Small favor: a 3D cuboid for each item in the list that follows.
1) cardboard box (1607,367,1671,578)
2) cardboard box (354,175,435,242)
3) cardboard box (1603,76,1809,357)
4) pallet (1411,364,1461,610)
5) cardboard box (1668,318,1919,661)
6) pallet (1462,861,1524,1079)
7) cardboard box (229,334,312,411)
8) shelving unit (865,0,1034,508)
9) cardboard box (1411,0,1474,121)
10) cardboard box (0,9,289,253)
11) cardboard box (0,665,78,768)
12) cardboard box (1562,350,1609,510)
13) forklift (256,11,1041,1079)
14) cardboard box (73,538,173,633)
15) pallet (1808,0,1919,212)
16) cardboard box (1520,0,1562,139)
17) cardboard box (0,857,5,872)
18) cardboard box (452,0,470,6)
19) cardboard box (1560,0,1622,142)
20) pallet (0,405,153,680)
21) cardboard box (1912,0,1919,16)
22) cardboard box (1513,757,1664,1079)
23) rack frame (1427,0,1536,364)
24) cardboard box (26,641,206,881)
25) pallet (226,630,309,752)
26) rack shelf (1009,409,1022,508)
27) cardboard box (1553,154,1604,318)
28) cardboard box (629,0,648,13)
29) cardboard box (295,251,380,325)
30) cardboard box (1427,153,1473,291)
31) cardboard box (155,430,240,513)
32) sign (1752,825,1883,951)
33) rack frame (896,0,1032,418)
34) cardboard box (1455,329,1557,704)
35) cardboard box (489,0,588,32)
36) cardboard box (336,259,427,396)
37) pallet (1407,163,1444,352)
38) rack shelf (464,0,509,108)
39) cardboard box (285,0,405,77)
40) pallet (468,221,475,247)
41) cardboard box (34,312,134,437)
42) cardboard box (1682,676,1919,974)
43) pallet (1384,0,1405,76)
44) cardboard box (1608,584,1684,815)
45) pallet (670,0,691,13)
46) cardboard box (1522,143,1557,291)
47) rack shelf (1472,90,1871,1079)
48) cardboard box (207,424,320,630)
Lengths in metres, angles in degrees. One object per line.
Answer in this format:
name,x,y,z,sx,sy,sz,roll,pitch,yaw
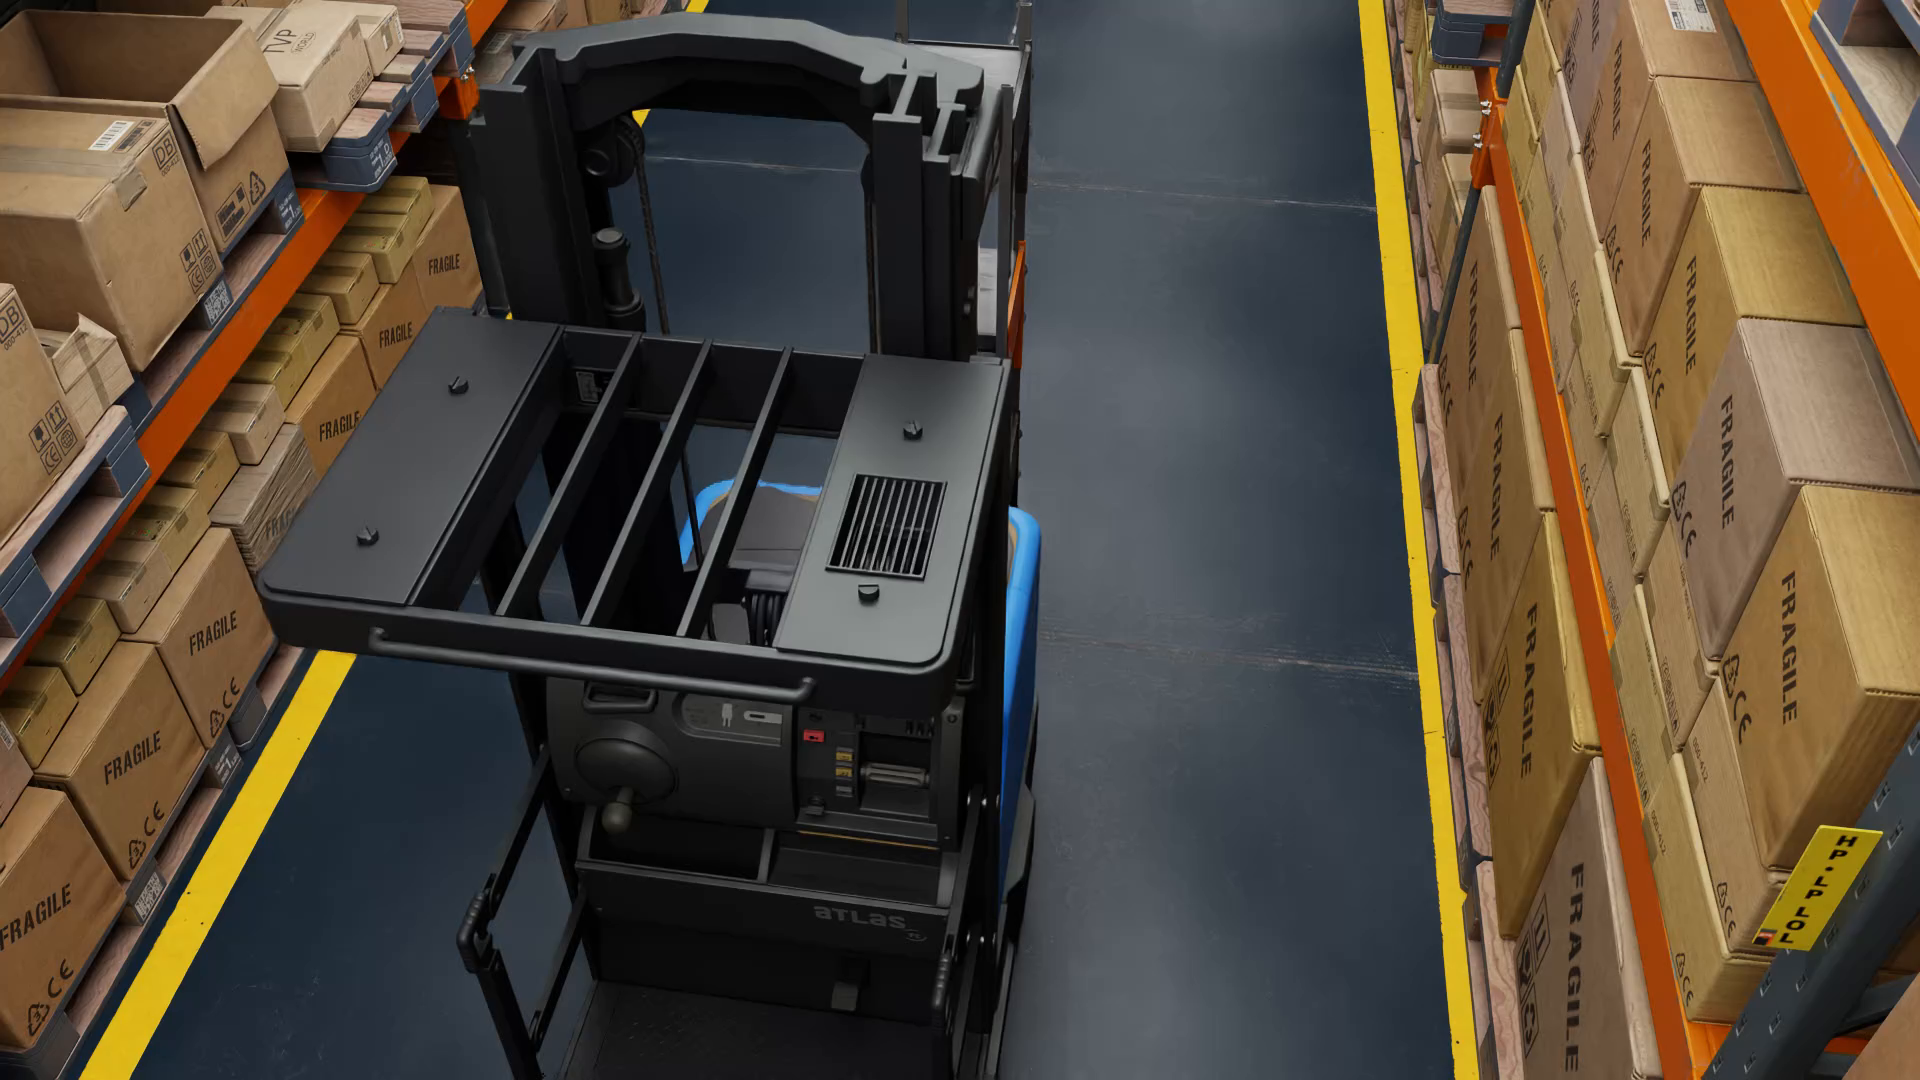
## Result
cardboard box,1.861,-0.144,3.966,0.500,0.250,0.500,6,44,7
cardboard box,-2.283,-1.295,6.476,0.380,0.149,0.250,3,44,3
cardboard box,1.934,-0.777,4.089,0.500,0.500,0.500,6,44,6
pallet,2.273,-0.182,6.289,1.003,0.211,1.213,5,44,6
cardboard box,1.794,-0.079,3.352,0.500,0.500,0.500,6,44,6
pallet,1.950,1.481,4.533,1.003,0.211,1.213,5,44,6
cardboard box,-2.480,-0.584,5.726,0.380,0.149,0.250,5,44,5
shelving unit,-0.022,-0.650,5.409,0.431,2.100,0.503,5,44,6
cardboard box,2.732,-2.328,8.132,0.950,0.372,0.625,7,44,7
cardboard box,-2.502,-1.235,4.992,0.797,0.503,0.637,4,44,5
cardboard box,-2.704,0.480,4.602,0.380,0.149,0.250,3,44,3
cardboard box,1.950,-0.315,4.510,0.500,0.250,0.500,5,44,6
forklift,-0.487,0.573,3.513,1.130,2.935,3.031,6,44,6
cardboard box,-2.611,0.125,4.977,0.380,0.149,0.250,5,44,5
pallet,1.995,-0.648,2.710,0.805,0.209,1.217,4,44,4
cardboard box,2.140,-1.529,5.429,0.500,0.250,0.500,5,44,5
cardboard box,-2.687,0.852,4.210,0.380,0.149,0.250,7,44,7
cardboard box,-2.168,-2.400,6.712,0.500,0.250,0.500,5,44,6
cardboard box,2.088,-1.472,4.823,0.500,0.500,0.500,5,44,6
pallet,-2.784,0.087,4.116,1.003,0.211,1.213,5,44,6
cardboard box,1.831,-0.828,2.521,0.500,0.311,0.500,5,44,6
cardboard box,1.925,1.190,4.051,0.875,0.875,0.875,6,44,7
rack frame,2.452,-1.725,5.890,1.000,3.000,0.127,5,44,6
cardboard box,-2.650,0.634,4.911,0.500,0.500,0.500,5,44,5
pallet,-2.769,0.173,5.914,1.003,0.211,1.213,5,44,6
rack shelf,-0.022,-0.131,5.900,0.431,0.518,0.480,5,44,6
cardboard box,1.992,-0.839,4.700,0.500,0.250,0.500,5,44,5
cardboard box,-2.108,-3.305,8.981,0.875,0.625,0.625,5,44,5
cardboard box,-2.367,-0.930,6.092,0.380,0.149,0.250,4,44,4
cardboard box,2.536,-1.308,7.055,0.950,0.372,0.625,3,43,3
cardboard box,-2.569,-0.231,5.353,0.380,0.149,0.250,5,44,6
sign,1.384,0.566,2.686,0.100,0.325,0.005,5,44,6
rack frame,0.010,-0.816,5.585,0.400,2.100,0.015,5,44,6
cardboard box,2.156,-0.035,5.346,0.875,0.875,0.875,6,44,6
cardboard box,-2.294,-2.334,7.955,0.875,0.625,0.625,7,44,7
cardboard box,-2.388,-0.771,6.395,0.500,0.500,0.500,5,44,5
pallet,2.556,-1.245,7.411,1.003,0.211,1.213,5,44,6
rack shelf,-2.205,-3.276,8.051,1.077,0.370,4.000,5,44,6
cardboard box,-2.176,-1.753,5.797,0.380,0.149,0.250,6,44,6
pallet,-2.322,-1.719,7.912,1.003,0.211,1.213,5,44,6
cardboard box,-2.434,-0.463,4.350,0.396,0.266,0.258,7,44,8
cardboard box,1.740,0.551,3.232,0.500,0.250,0.500,5,44,5
pallet,2.879,-2.908,9.168,1.003,0.211,1.213,5,44,6
cardboard box,1.801,0.380,3.776,0.500,0.250,0.500,5,44,5
pallet,-1.999,-3.382,9.668,1.003,0.211,1.213,5,44,6
cardboard box,2.087,-1.009,5.243,0.500,0.250,0.500,4,44,4
rack shelf,2.187,-0.101,4.698,1.077,0.370,4.000,5,44,6
cardboard box,-2.505,-0.058,5.642,0.500,0.500,0.500,4,44,4
